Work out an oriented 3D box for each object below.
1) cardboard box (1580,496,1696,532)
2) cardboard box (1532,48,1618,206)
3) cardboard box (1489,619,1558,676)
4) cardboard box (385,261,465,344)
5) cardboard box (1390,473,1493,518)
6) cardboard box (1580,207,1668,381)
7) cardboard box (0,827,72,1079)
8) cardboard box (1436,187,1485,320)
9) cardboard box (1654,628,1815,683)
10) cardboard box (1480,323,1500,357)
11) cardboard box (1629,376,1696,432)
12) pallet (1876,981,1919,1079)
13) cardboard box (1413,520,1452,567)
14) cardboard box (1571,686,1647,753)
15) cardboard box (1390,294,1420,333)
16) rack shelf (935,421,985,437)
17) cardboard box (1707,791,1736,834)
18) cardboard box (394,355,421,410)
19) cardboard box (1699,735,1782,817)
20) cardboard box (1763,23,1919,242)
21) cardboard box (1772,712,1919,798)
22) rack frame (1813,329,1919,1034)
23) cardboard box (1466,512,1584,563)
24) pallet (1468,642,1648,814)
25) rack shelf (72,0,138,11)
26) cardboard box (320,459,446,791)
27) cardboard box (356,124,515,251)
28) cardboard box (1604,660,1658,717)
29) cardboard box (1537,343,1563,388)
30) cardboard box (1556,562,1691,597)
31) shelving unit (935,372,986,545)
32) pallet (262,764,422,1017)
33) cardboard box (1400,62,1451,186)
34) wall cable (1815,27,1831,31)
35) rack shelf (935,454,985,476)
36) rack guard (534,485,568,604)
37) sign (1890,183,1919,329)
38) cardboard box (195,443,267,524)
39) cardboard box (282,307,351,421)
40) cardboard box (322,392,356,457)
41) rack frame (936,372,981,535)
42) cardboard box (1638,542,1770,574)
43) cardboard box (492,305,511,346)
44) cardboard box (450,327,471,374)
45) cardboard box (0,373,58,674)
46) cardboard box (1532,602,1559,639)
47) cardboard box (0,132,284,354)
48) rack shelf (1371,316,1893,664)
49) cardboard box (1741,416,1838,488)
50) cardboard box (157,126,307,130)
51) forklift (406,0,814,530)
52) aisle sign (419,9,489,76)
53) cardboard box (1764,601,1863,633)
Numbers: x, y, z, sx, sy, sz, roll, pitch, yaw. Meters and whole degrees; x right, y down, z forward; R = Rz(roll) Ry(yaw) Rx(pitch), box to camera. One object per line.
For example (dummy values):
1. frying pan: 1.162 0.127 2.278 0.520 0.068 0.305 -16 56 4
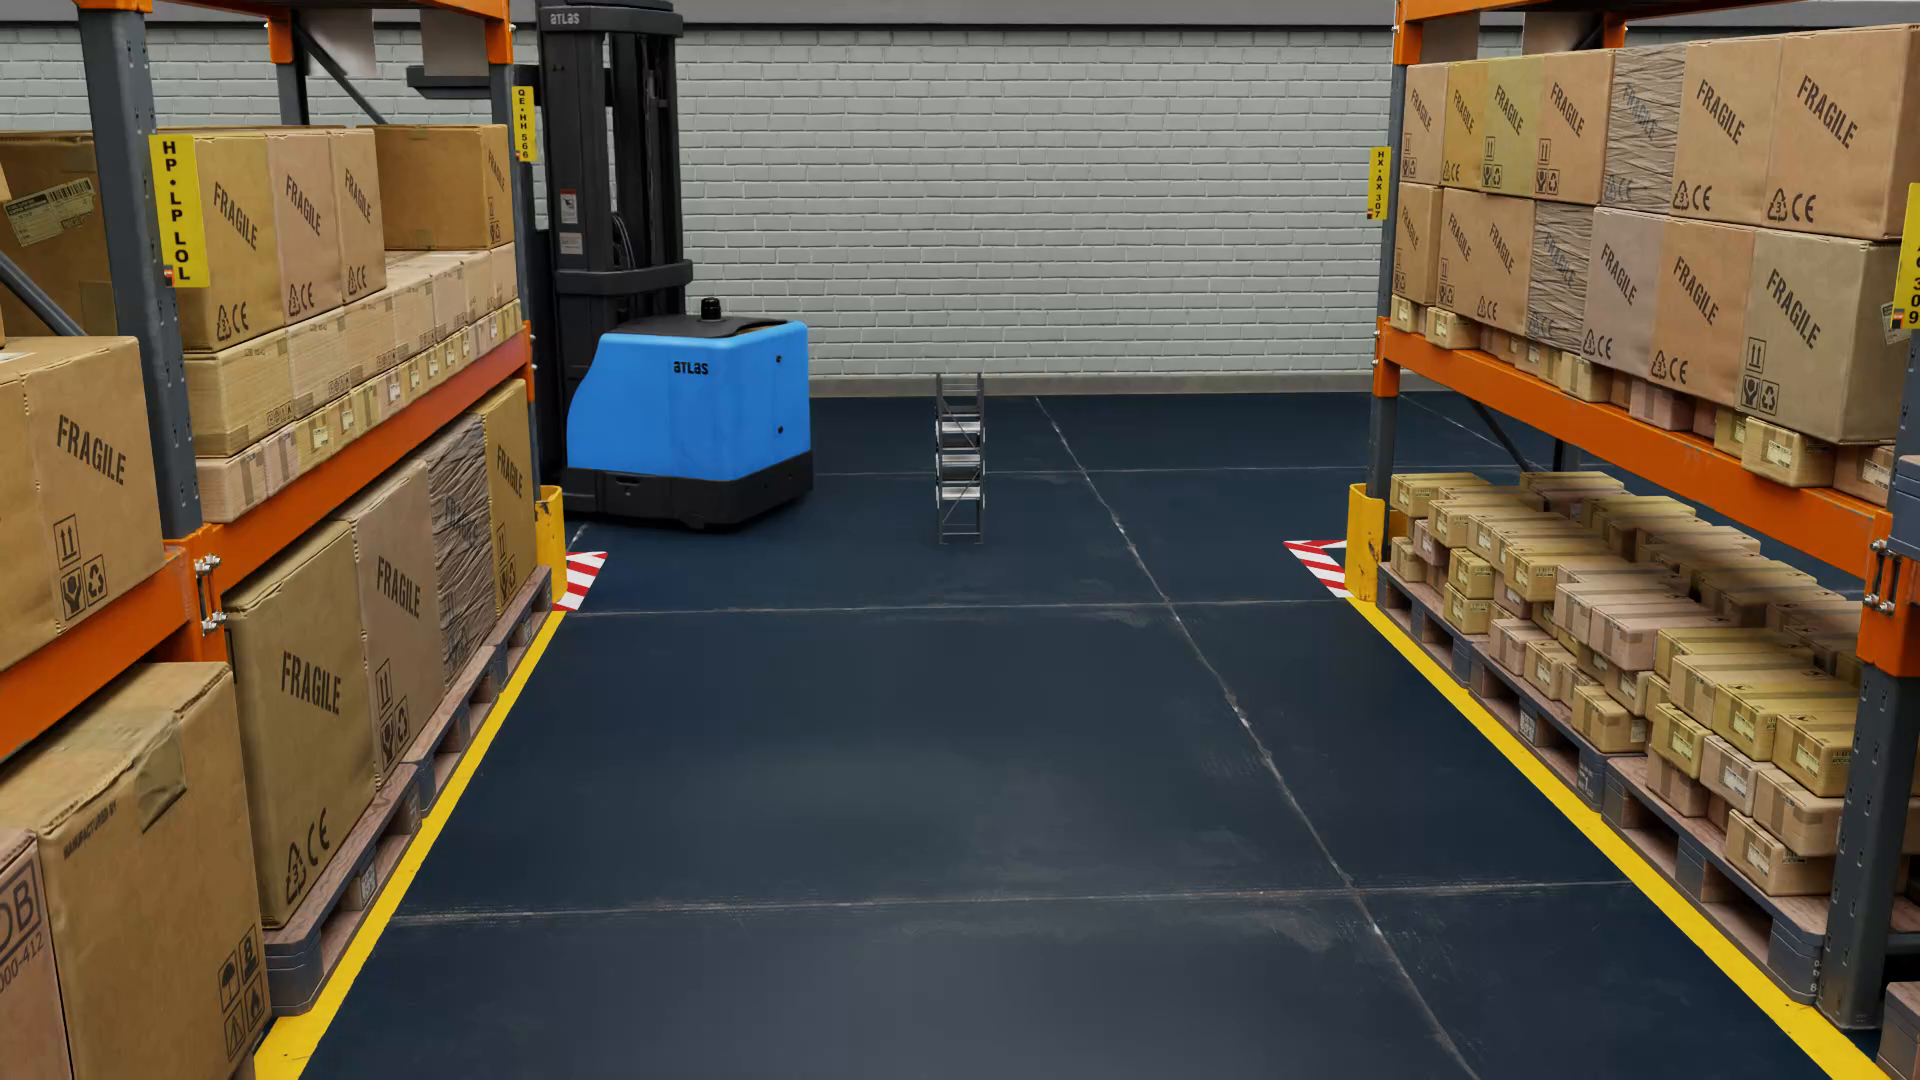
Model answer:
1. cardboard box: 2.855 -0.084 7.017 0.380 0.149 0.250 -1 14 -5
2. cardboard box: 2.313 -1.406 5.666 0.500 0.500 0.500 -1 14 -5
3. cardboard box: 2.247 0.402 6.323 0.380 0.149 0.250 -2 15 -6
4. cardboard box: -2.131 -0.877 6.121 0.500 0.250 0.500 -1 14 -5
5. cardboard box: 2.161 -0.202 7.476 0.380 0.149 0.250 -2 15 -6
6. cardboard box: 2.343 -0.793 5.291 0.500 0.500 0.500 -1 14 -4
7. cardboard box: -2.125 1.026 2.439 1.225 0.875 0.875 -1 14 -5
8. cardboard box: 2.278 -1.170 6.758 0.500 0.500 0.500 -1 14 -3
9. cardboard box: 2.418 0.382 5.205 0.380 0.149 0.250 0 14 -2
10. cardboard box: 2.334 -0.827 6.723 0.380 0.149 0.250 0 14 -1
11. cardboard box: 2.345 -0.439 5.216 0.380 0.149 0.250 -2 15 -6
12. pallet: 2.765 1.312 3.502 1.003 0.211 1.213 -1 14 -3
13. cardboard box: 2.205 0.010 7.250 0.380 0.149 0.250 -1 14 -4
14. cardboard box: 2.287 0.596 5.569 0.380 0.149 0.250 -1 14 -4
15. cardboard box: 2.161 -1.019 7.472 0.380 0.149 0.250 -1 14 -4
16. rack shelf: 0.000 -0.580 8.886 0.258 0.077 0.200 -1 14 -3
17. cardboard box: 2.419 0.787 4.825 0.380 0.149 0.250 0 14 -2
18. cardboard box: -2.026 -0.525 5.551 0.380 0.149 0.250 -1 14 -5
19. cardboard box: 2.350 0.661 4.719 0.380 0.149 0.250 -2 15 -6
20. cardboard box: 2.417 -1.021 4.171 0.500 0.500 0.500 -1 14 -5
21. cardboard box: 2.434 0.573 4.464 0.380 0.149 0.250 0 14 -2
22. rack frame: 2.716 -0.232 3.907 1.000 3.000 0.127 -1 14 -3
23. cardboard box: 2.284 -0.010 6.730 0.380 0.149 0.250 -2 15 -6
24. pallet: 2.560 0.648 6.084 1.003 0.211 1.213 -1 14 -3
25. rack shelf: -2.117 -0.787 1.490 1.077 0.370 4.000 -1 14 -3
26. cardboard box: -2.258 0.256 5.433 0.875 0.875 0.875 -1 14 -3
27. cardboard box: -2.196 -1.493 7.007 0.500 0.500 0.500 -1 14 -3
28. cardboard box: 2.362 0.468 5.471 0.380 0.149 0.250 -1 14 -2
29. cardboard box: 2.308 -0.632 5.967 0.380 0.149 0.250 0 14 -1
30. cardboard box: 2.373 0.186 5.968 0.380 0.149 0.250 -1 14 -3
31. shelving unit: 0.000 -0.438 8.922 0.258 0.900 0.210 -1 14 -3
32. pallet: -2.210 0.980 4.795 1.003 0.211 1.213 -1 14 -3
33. cardboard box: 2.231 -1.788 7.150 0.500 0.500 0.500 -1 14 -4
34. wall cable: 7.029 -3.237 13.487 0.585 1.953 0.123 -1 14 -3
35. rack shelf: 0.000 -0.406 8.930 0.258 0.077 0.200 -1 14 -3
36. rack guard: -2.490 0.029 7.908 1.175 0.500 0.348 -1 14 -3
37. sign: 2.174 -0.641 3.759 0.100 0.325 0.005 -1 14 -3
38. cardboard box: -1.927 -0.137 4.045 0.380 0.149 0.250 -1 14 -3
39. cardboard box: -2.035 -0.496 4.640 0.500 0.250 0.500 -1 14 -4
40. cardboard box: -1.979 -0.334 4.807 0.380 0.149 0.250 -1 14 -5
41. rack frame: -0.007 -0.463 9.020 0.240 0.900 0.006 -1 14 -3
42. cardboard box: 2.785 0.115 6.245 0.380 0.149 0.250 -1 14 -5
43. cardboard box: -2.120 -0.905 7.030 0.380 0.149 0.250 -1 14 -3
44. cardboard box: -2.074 -0.716 6.294 0.380 0.149 0.250 -1 14 -5
45. cardboard box: -1.916 0.007 2.781 0.500 0.500 0.500 0 14 -2
46. cardboard box: 2.385 0.266 6.253 0.380 0.149 0.250 0 14 -1
47. cardboard box: -2.016 -0.738 4.074 0.500 0.500 0.500 -1 14 -3
48. rack shelf: 2.592 -0.381 5.930 1.077 0.370 4.000 -1 14 -3
49. cardboard box: 2.340 -0.240 4.443 0.380 0.149 0.250 -1 14 -5
50. cardboard box: -2.660 -1.233 5.998 0.500 0.500 0.500 -1 14 -5
51. forklift: -2.440 -1.691 9.718 3.031 2.935 1.130 6 16 21
52. aisle sign: -2.194 -2.457 7.337 0.394 0.787 0.004 -1 14 -3
53. cardboard box: 2.905 0.308 5.494 0.380 0.149 0.250 -1 14 -2
